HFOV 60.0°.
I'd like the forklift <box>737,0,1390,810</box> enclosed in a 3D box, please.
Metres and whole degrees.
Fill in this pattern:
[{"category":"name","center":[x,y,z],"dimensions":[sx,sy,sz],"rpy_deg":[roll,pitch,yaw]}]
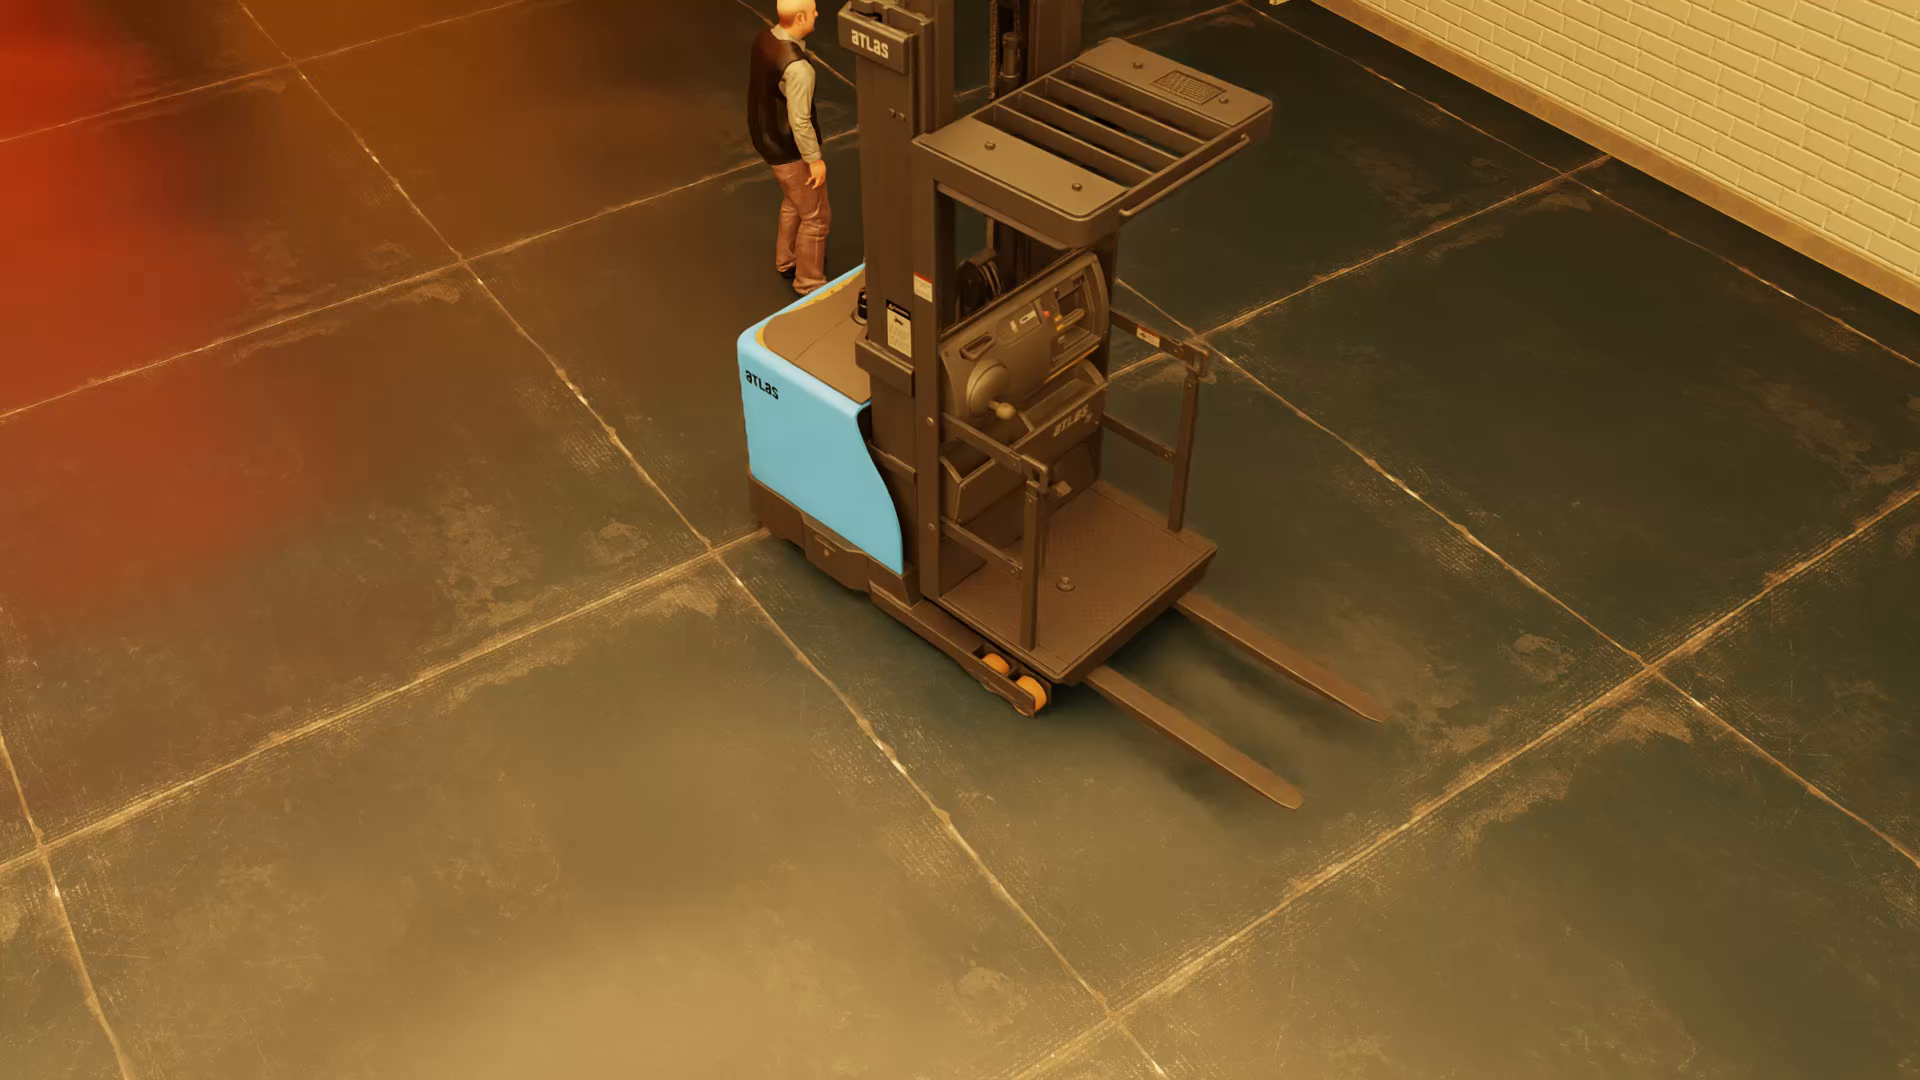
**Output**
[{"category":"forklift","center":[0.423,-0.737,6.516],"dimensions":[3.031,2.935,1.130],"rpy_deg":[32,52,30]}]

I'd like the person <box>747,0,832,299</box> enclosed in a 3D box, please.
[{"category":"person","center":[-0.898,-2.101,8.890],"dimensions":[0.423,1.719,0.582],"rpy_deg":[-17,45,-18]}]
